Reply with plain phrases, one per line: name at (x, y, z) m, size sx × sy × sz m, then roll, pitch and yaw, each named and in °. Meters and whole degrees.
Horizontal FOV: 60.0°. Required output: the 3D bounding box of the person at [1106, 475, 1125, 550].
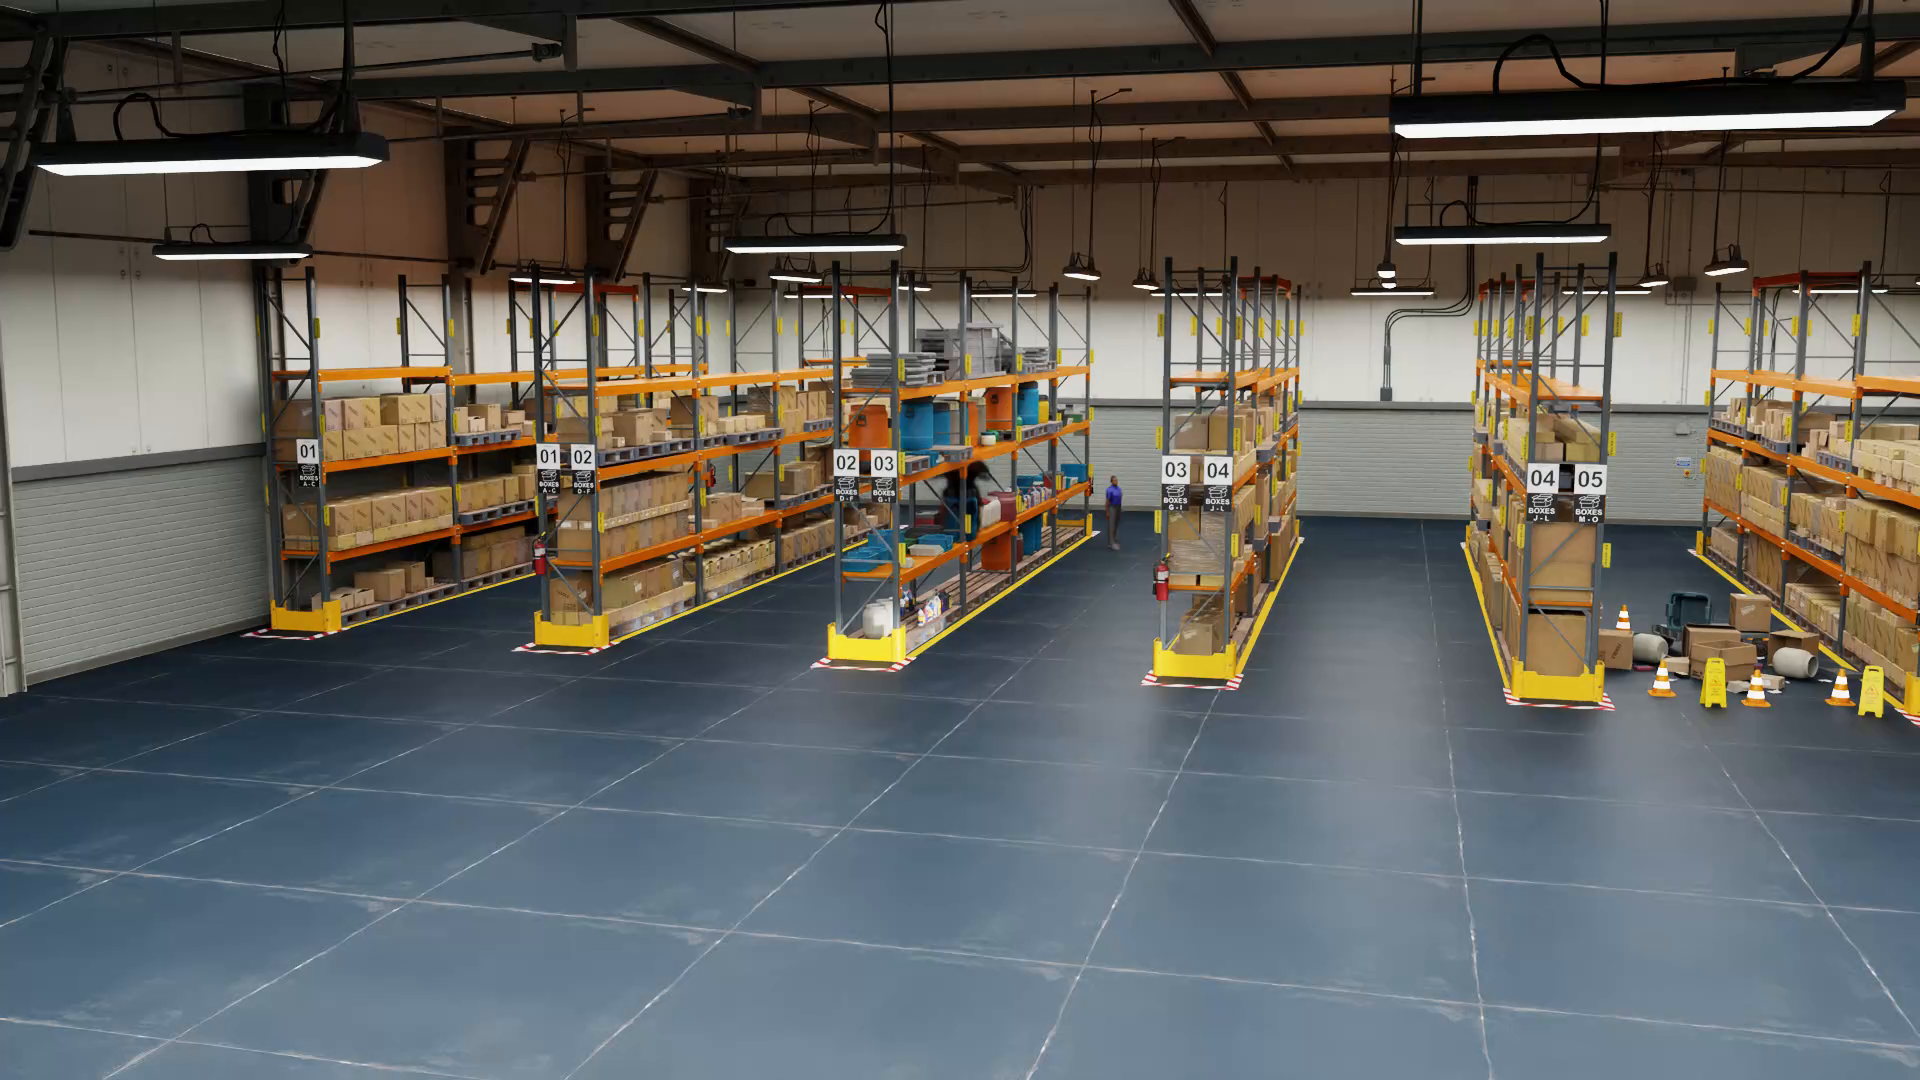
person at (3.580, -0.640, 38.113) m, size 0.494 × 1.678 × 0.511 m, roll -6°, pitch 10°, yaw -42°

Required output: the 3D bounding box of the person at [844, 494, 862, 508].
person at (-2.876, -1.505, 45.050) m, size 0.557 × 1.577 × 0.431 m, roll 5°, pitch 9°, yaw 32°
